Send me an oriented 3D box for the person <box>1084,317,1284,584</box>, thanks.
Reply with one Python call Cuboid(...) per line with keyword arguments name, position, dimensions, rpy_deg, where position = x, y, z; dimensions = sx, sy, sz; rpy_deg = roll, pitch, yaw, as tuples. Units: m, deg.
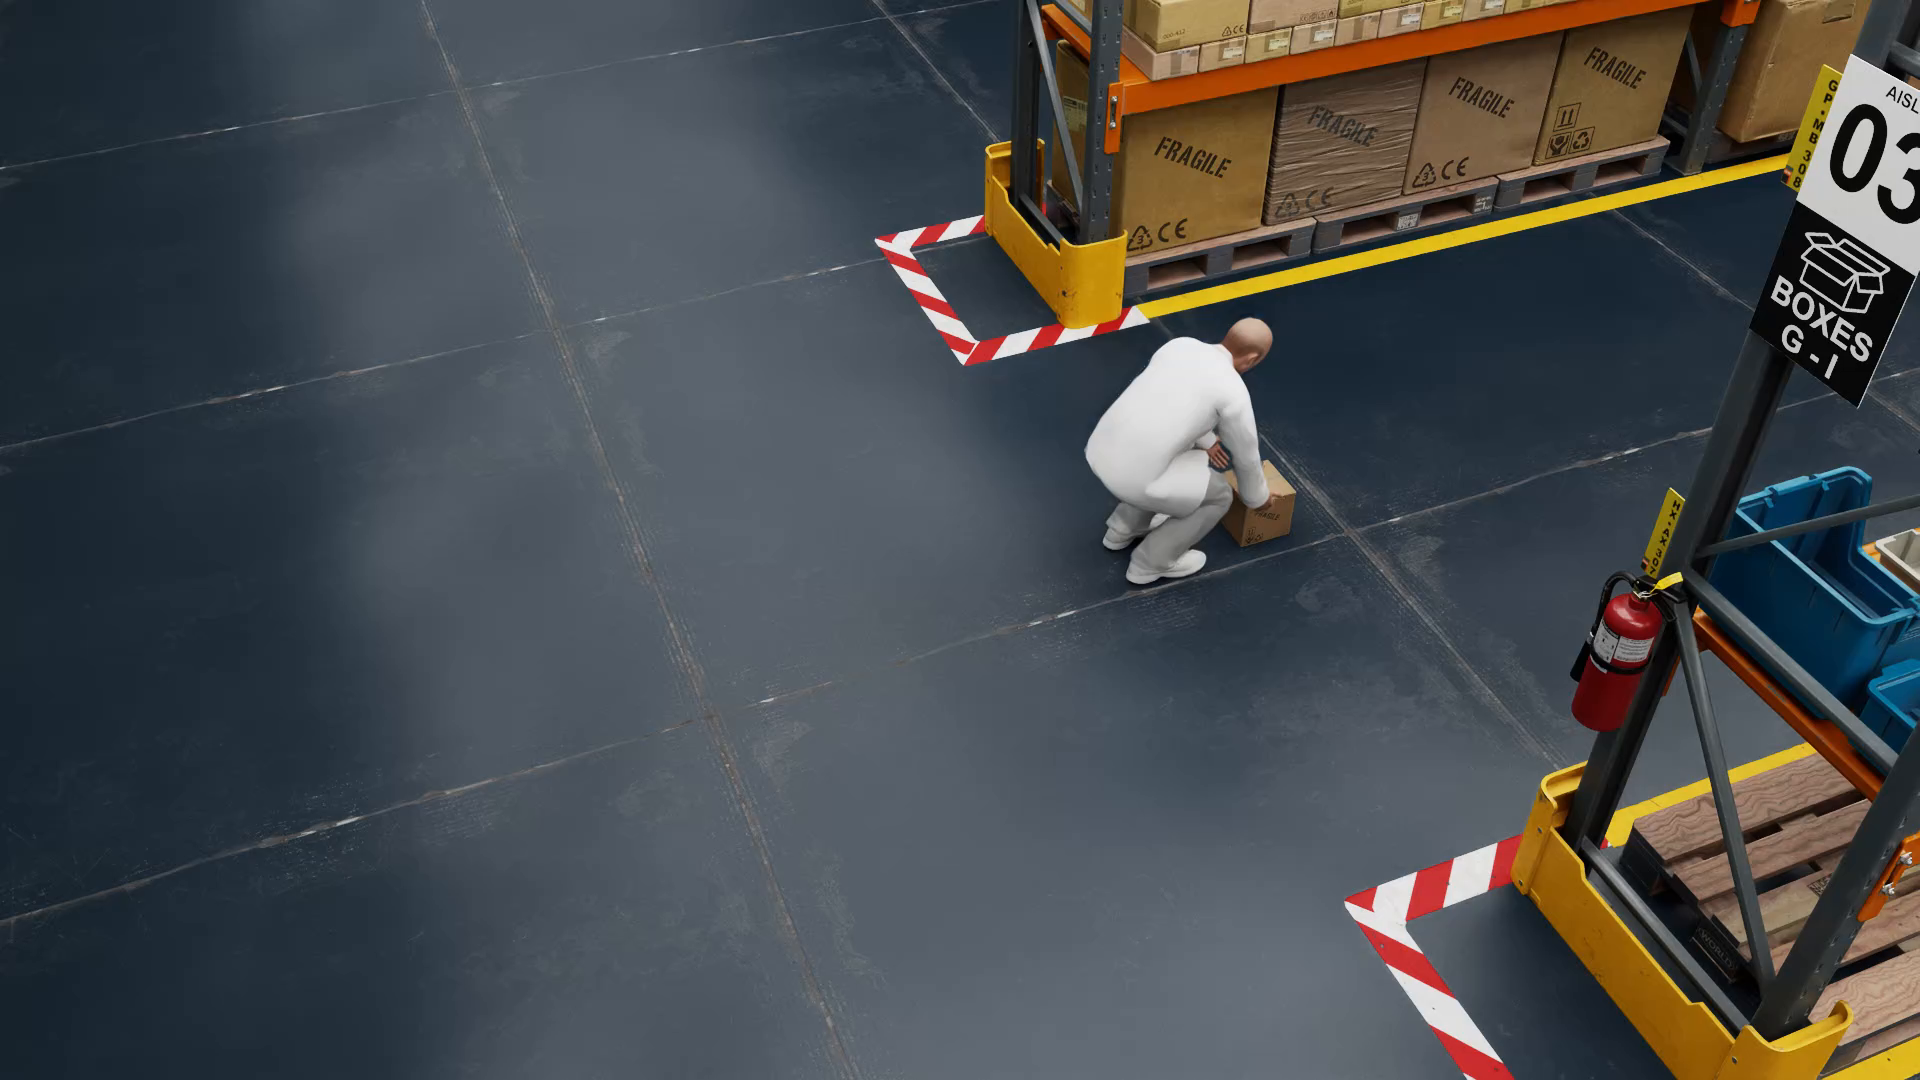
Cuboid(name="person", position=(0.940, -0.393, 7.136), dimensions=(0.867, 1.099, 0.617), rpy_deg=(-15, 43, -17))
